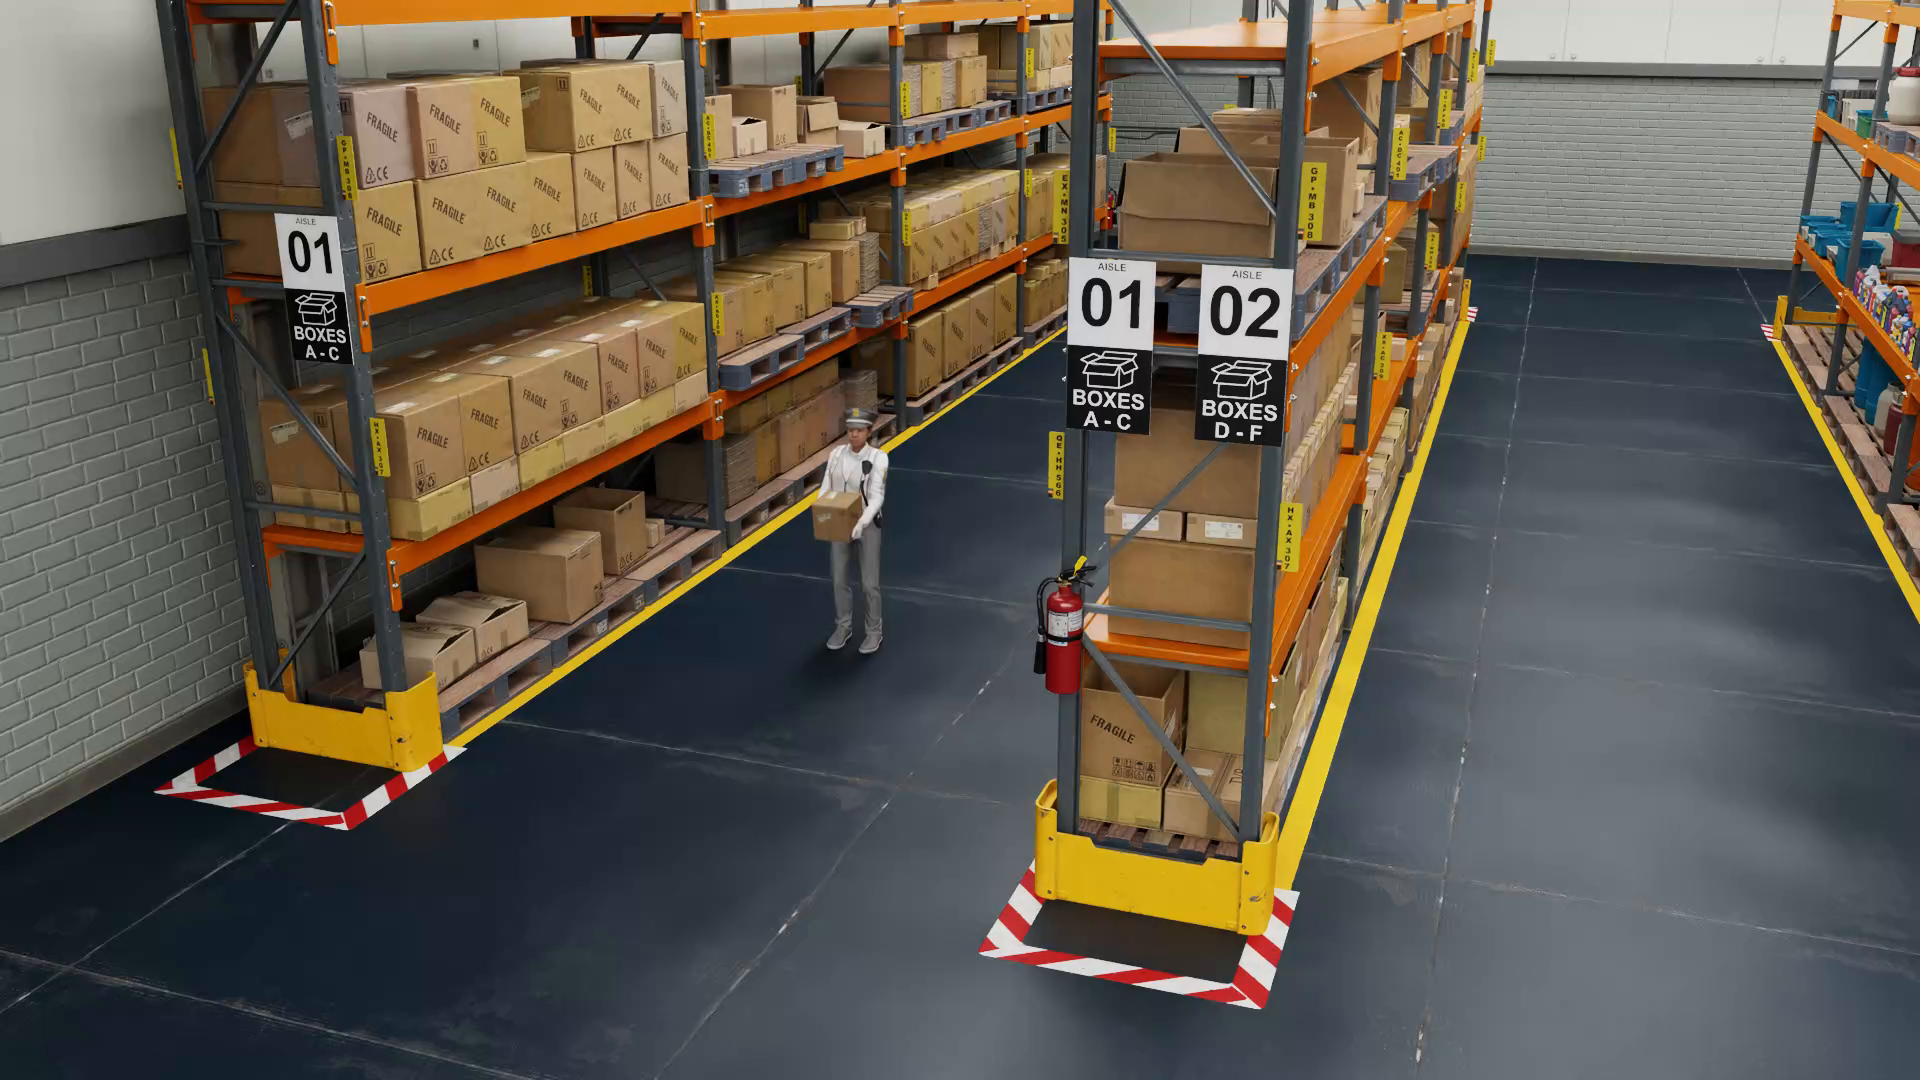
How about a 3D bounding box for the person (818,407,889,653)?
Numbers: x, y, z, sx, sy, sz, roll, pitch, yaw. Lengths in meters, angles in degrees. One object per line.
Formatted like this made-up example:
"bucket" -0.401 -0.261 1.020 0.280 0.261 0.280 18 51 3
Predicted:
"person" -0.736 -0.060 11.203 0.451 1.686 0.556 7 20 19
